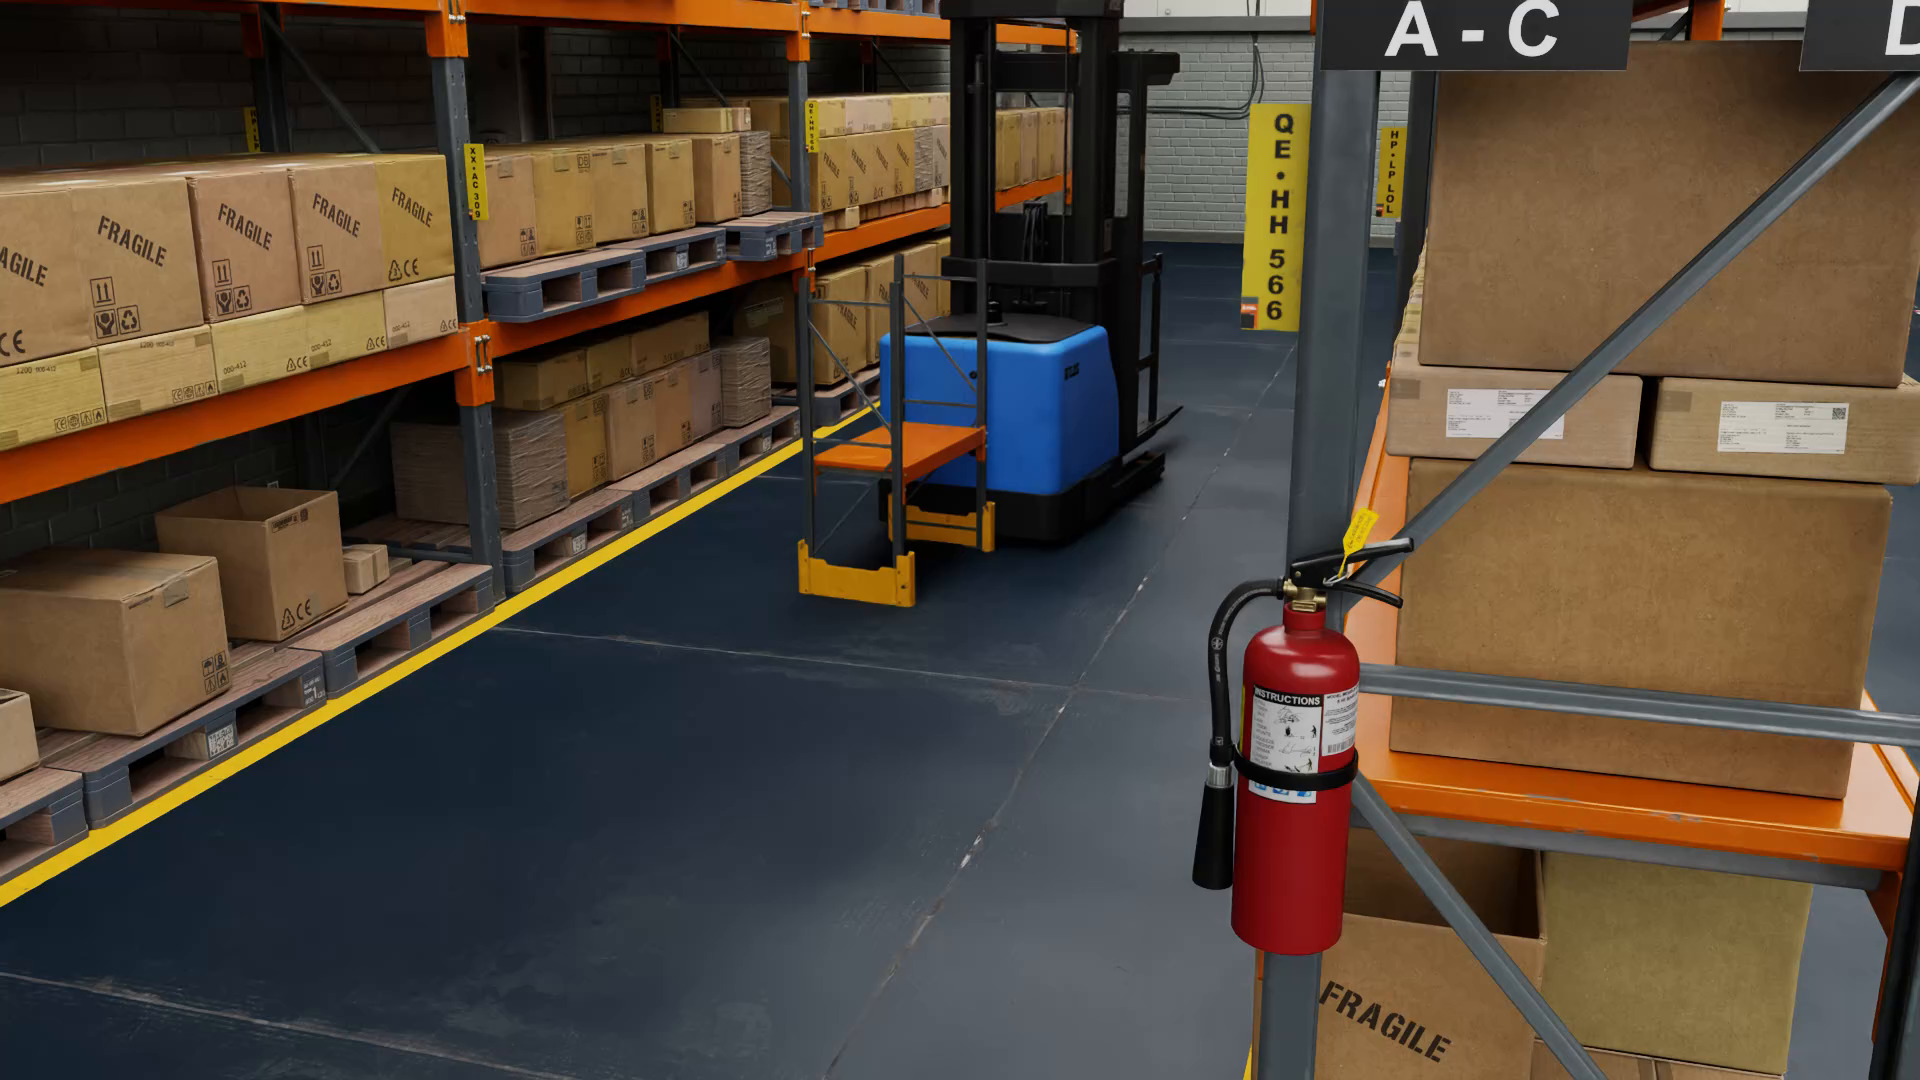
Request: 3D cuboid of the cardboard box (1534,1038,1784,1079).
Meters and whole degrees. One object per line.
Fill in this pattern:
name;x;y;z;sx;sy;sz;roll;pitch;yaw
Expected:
cardboard box;1.487;1.115;3.670;0.500;0.250;0.500;5;16;16

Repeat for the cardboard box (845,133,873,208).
cardboard box;-0.953;-2.672;11.988;0.500;0.500;0.500;5;17;18

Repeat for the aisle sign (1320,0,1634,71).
aisle sign;0.683;-1.008;2.121;0.394;0.787;0.004;5;16;16

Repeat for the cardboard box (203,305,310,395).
cardboard box;-2.753;-0.709;6.069;0.500;0.250;0.500;5;16;16

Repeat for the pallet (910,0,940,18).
pallet;-0.571;-4.381;13.633;0.805;0.209;1.217;4;16;14

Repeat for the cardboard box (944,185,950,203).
cardboard box;-0.231;-2.985;14.279;0.380;0.149;0.250;5;17;17

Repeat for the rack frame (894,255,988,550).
rack frame;-0.099;-0.697;8.537;0.500;1.500;0.032;7;17;22

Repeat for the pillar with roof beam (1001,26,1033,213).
pillar with roof beam;4.845;-7.646;19.297;9.100;9.000;0.400;5;16;16

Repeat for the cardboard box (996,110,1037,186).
cardboard box;0.222;-3.941;16.676;0.980;0.700;0.700;4;16;13

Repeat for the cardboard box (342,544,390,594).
cardboard box;-2.754;0.113;7.322;0.380;0.166;0.250;2;16;9

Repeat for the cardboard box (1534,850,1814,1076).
cardboard box;1.489;0.755;3.567;0.500;0.500;0.500;5;16;16

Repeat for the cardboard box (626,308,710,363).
cardboard box;-1.871;-1.261;10.178;0.500;0.250;0.500;5;17;17

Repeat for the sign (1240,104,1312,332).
sign;0.467;-0.468;2.427;0.100;0.325;0.005;5;16;16

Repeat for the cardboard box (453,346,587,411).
cardboard box;-2.316;-0.860;8.766;0.500;0.250;0.500;4;16;15

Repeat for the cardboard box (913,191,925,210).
cardboard box;-0.500;-2.788;13.585;0.380;0.149;0.250;5;16;16

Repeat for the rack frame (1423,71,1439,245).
rack frame;3.256;-1.844;9.835;1.000;3.000;0.127;5;16;16

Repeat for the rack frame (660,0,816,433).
rack frame;-1.494;-2.228;11.186;1.000;3.000;0.127;5;16;16

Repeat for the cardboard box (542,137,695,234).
cardboard box;-1.951;-2.036;9.521;0.700;0.500;0.500;5;16;16

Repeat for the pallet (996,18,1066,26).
pallet;0.579;-5.526;17.481;1.003;0.211;1.213;5;16;16

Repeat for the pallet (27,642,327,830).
pallet;-3.133;0.659;6.119;1.003;0.211;1.213;5;16;16

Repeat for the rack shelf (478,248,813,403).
rack shelf;-2.063;-1.358;9.440;1.077;0.370;4.000;5;16;16

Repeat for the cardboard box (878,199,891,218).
cardboard box;-0.753;-2.587;12.876;0.380;0.149;0.250;5;17;16

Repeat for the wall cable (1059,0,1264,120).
wall cable;2.729;-7.165;23.290;3.097;2.526;0.112;5;16;16

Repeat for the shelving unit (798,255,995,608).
shelving unit;-0.294;-0.571;8.095;0.587;1.500;1.083;7;17;22

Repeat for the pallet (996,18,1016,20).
pallet;-0.115;-4.888;15.230;1.003;0.211;1.213;5;16;16

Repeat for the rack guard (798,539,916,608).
rack guard;-0.488;0.155;7.824;0.587;0.250;0.087;7;17;22

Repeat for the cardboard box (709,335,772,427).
cardboard box;-1.649;-1.044;10.789;0.700;0.500;0.500;5;17;17

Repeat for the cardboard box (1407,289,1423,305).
cardboard box;1.128;-0.428;3.468;0.380;0.149;0.250;5;17;17

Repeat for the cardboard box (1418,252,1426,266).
cardboard box;1.348;-0.632;4.190;0.380;0.149;0.250;4;16;15

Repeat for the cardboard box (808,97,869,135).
cardboard box;-0.966;-3.029;11.871;0.500;0.250;0.500;4;16;15

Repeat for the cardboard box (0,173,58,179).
cardboard box;-3.399;-0.971;5.620;0.500;0.500;0.500;5;17;17

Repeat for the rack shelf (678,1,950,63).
rack shelf;-0.926;-3.848;12.720;1.077;0.370;4.000;5;16;16

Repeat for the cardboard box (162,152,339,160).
cardboard box;-2.965;-1.373;7.036;0.500;0.500;0.500;4;16;15

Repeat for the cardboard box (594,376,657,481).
cardboard box;-2.155;-0.654;9.411;0.700;0.500;0.500;5;17;17

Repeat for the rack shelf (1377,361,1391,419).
rack shelf;2.688;-0.975;8.089;1.077;0.370;4.000;5;16;16

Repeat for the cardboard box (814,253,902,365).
cardboard box;-0.904;-1.806;12.871;0.750;0.750;0.750;5;16;16

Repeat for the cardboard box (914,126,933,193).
cardboard box;-0.533;-3.070;13.390;0.500;0.500;0.500;5;16;16

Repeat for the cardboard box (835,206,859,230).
cardboard box;-0.942;-2.313;11.910;0.380;0.149;0.250;5;17;18

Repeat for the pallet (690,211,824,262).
pallet;-1.595;-1.941;10.526;1.213;0.211;1.003;5;16;16

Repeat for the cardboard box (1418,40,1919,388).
cardboard box;1.143;-0.559;2.742;0.700;0.500;0.500;5;16;16

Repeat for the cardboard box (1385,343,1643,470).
cardboard box;0.909;-0.226;2.759;0.380;0.149;0.250;4;16;15

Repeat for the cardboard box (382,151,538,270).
cardboard box;-2.454;-1.571;7.883;0.700;0.500;0.500;5;16;16

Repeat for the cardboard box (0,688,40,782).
cardboard box;-3.323;0.624;5.253;0.500;0.311;0.500;6;17;20

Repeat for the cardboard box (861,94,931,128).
cardboard box;-0.544;-3.427;13.276;0.500;0.250;0.500;5;17;17

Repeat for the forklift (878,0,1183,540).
forklift;0.603;-1.766;9.683;1.130;2.935;3.031;7;17;22

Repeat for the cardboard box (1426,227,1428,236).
cardboard box;1.568;-0.836;4.906;0.380;0.149;0.250;4;16;14

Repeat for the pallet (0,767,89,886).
pallet;-3.481;0.977;4.997;1.003;0.211;1.213;5;16;16

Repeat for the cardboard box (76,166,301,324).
cardboard box;-2.759;-1.070;5.968;0.500;0.500;0.500;4;16;14

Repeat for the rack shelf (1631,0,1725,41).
rack shelf;2.688;-2.418;7.679;1.077;0.370;4.000;5;16;16

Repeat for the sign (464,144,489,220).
sign;-2.108;-1.558;7.237;0.100;0.325;0.005;5;16;16
